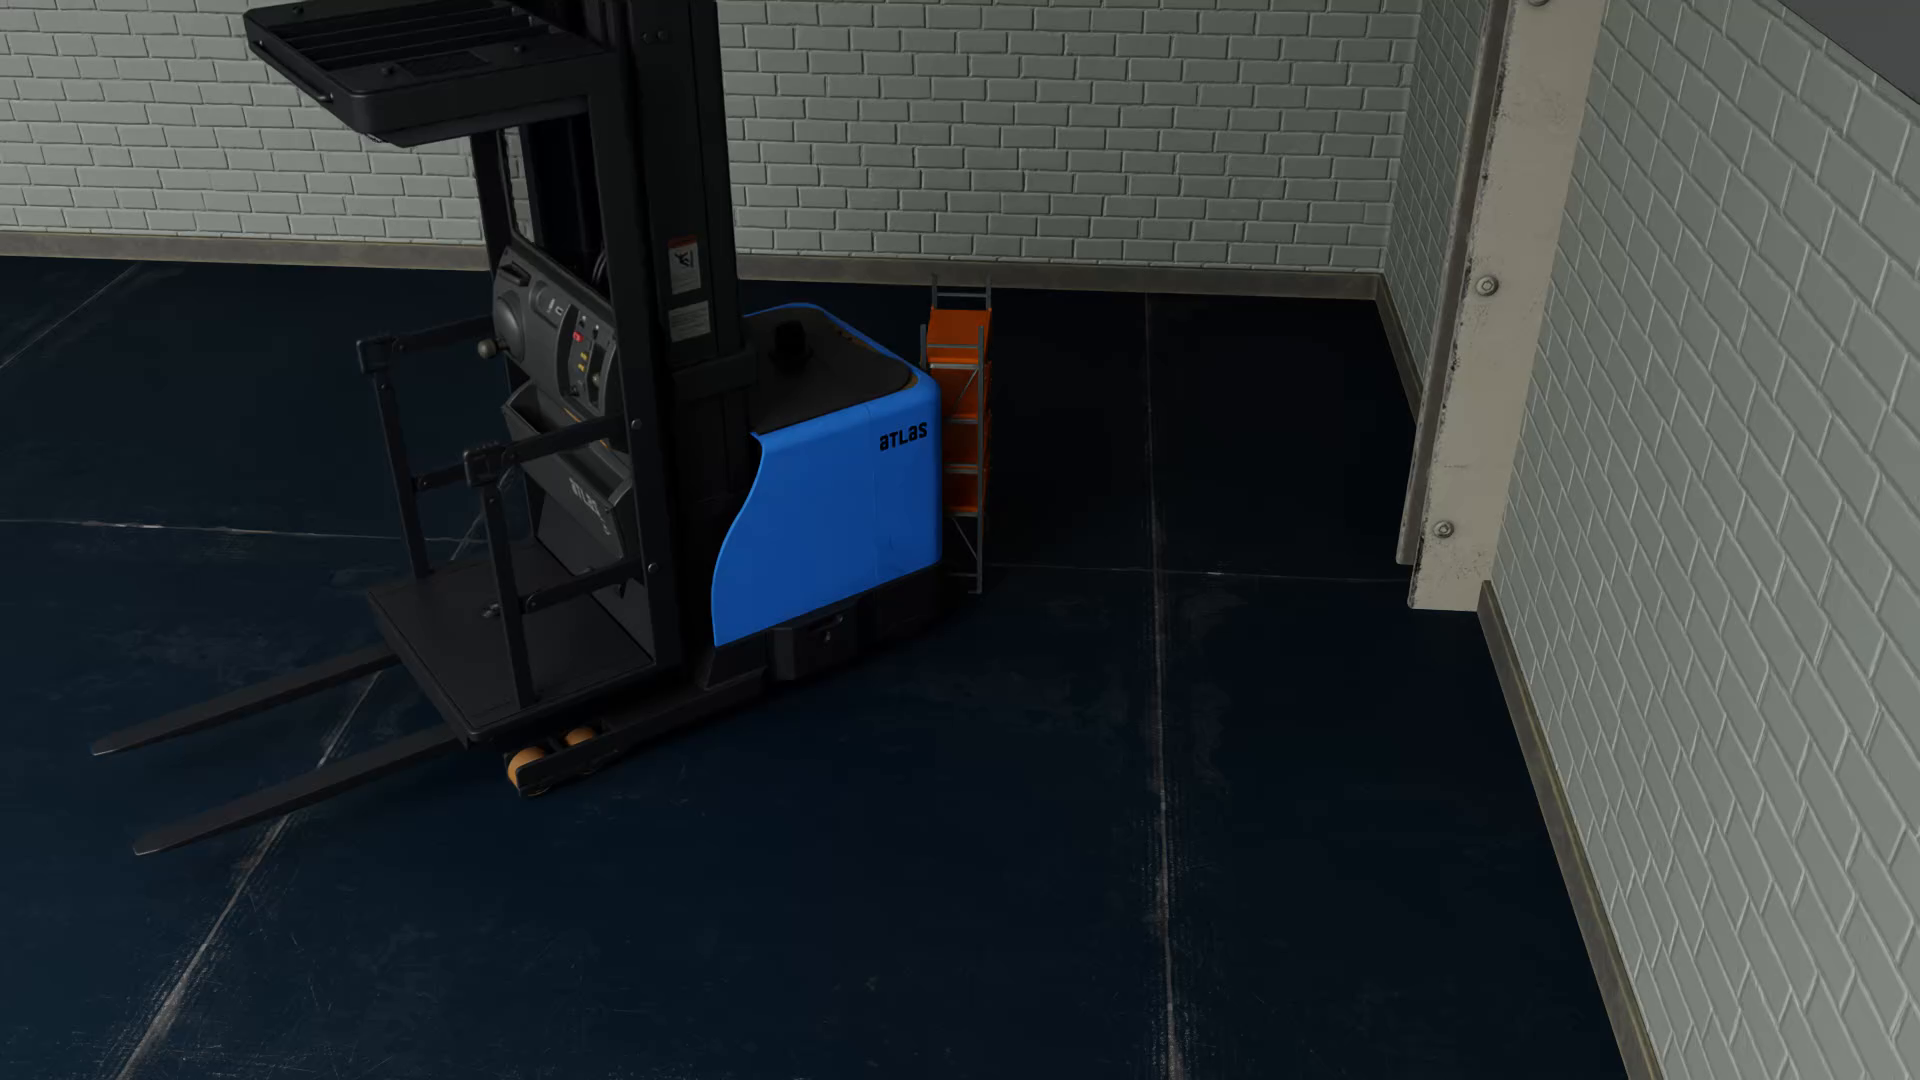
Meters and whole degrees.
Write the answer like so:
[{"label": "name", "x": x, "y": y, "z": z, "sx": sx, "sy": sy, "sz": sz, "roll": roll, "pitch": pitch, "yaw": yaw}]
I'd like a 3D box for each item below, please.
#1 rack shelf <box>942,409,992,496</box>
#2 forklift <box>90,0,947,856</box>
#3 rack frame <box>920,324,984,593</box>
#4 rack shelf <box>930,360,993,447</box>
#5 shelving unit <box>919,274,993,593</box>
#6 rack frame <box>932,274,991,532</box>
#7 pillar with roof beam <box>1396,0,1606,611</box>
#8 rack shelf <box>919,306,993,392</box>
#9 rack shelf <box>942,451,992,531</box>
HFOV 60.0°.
[{"label": "rack shelf", "x": -0.011, "y": -0.368, "z": 6.832, "sx": 0.258, "sy": 0.148, "sz": 0.480, "roll": 2, "pitch": 32, "yaw": 4}, {"label": "forklift", "x": -1.548, "y": -0.672, "z": 5.547, "sx": 3.031, "sy": 2.935, "sz": 1.130, "roll": -21, "pitch": 37, "yaw": -30}, {"label": "rack frame", "x": -0.029, "y": -0.298, "z": 6.589, "sx": 0.240, "sy": 1.200, "sz": 0.015, "roll": 2, "pitch": 32, "yaw": 4}, {"label": "rack shelf", "x": -0.011, "y": -0.559, "z": 6.714, "sx": 0.258, "sy": 0.148, "sz": 0.480, "roll": 2, "pitch": 32, "yaw": 4}, {"label": "shelving unit", "x": -0.011, "y": -0.426, "z": 6.796, "sx": 0.258, "sy": 1.200, "sz": 0.503, "roll": 2, "pitch": 32, "yaw": 4}, {"label": "rack frame", "x": 0.007, "y": -0.553, "z": 7.004, "sx": 0.240, "sy": 1.200, "sz": 0.015, "roll": 2, "pitch": 32, "yaw": 4}, {"label": "pillar with roof beam", "x": -2.285, "y": -3.833, "z": 4.893, "sx": 9.100, "sy": 9.000, "sz": 0.400, "roll": 2, "pitch": 32, "yaw": 4}, {"label": "rack shelf", "x": -0.011, "y": -0.760, "z": 6.590, "sx": 0.258, "sy": 0.148, "sz": 0.480, "roll": 2, "pitch": 32, "yaw": 4}, {"label": "rack shelf", "x": -0.011, "y": -0.199, "z": 6.936, "sx": 0.258, "sy": 0.148, "sz": 0.480, "roll": 2, "pitch": 32, "yaw": 4}]
